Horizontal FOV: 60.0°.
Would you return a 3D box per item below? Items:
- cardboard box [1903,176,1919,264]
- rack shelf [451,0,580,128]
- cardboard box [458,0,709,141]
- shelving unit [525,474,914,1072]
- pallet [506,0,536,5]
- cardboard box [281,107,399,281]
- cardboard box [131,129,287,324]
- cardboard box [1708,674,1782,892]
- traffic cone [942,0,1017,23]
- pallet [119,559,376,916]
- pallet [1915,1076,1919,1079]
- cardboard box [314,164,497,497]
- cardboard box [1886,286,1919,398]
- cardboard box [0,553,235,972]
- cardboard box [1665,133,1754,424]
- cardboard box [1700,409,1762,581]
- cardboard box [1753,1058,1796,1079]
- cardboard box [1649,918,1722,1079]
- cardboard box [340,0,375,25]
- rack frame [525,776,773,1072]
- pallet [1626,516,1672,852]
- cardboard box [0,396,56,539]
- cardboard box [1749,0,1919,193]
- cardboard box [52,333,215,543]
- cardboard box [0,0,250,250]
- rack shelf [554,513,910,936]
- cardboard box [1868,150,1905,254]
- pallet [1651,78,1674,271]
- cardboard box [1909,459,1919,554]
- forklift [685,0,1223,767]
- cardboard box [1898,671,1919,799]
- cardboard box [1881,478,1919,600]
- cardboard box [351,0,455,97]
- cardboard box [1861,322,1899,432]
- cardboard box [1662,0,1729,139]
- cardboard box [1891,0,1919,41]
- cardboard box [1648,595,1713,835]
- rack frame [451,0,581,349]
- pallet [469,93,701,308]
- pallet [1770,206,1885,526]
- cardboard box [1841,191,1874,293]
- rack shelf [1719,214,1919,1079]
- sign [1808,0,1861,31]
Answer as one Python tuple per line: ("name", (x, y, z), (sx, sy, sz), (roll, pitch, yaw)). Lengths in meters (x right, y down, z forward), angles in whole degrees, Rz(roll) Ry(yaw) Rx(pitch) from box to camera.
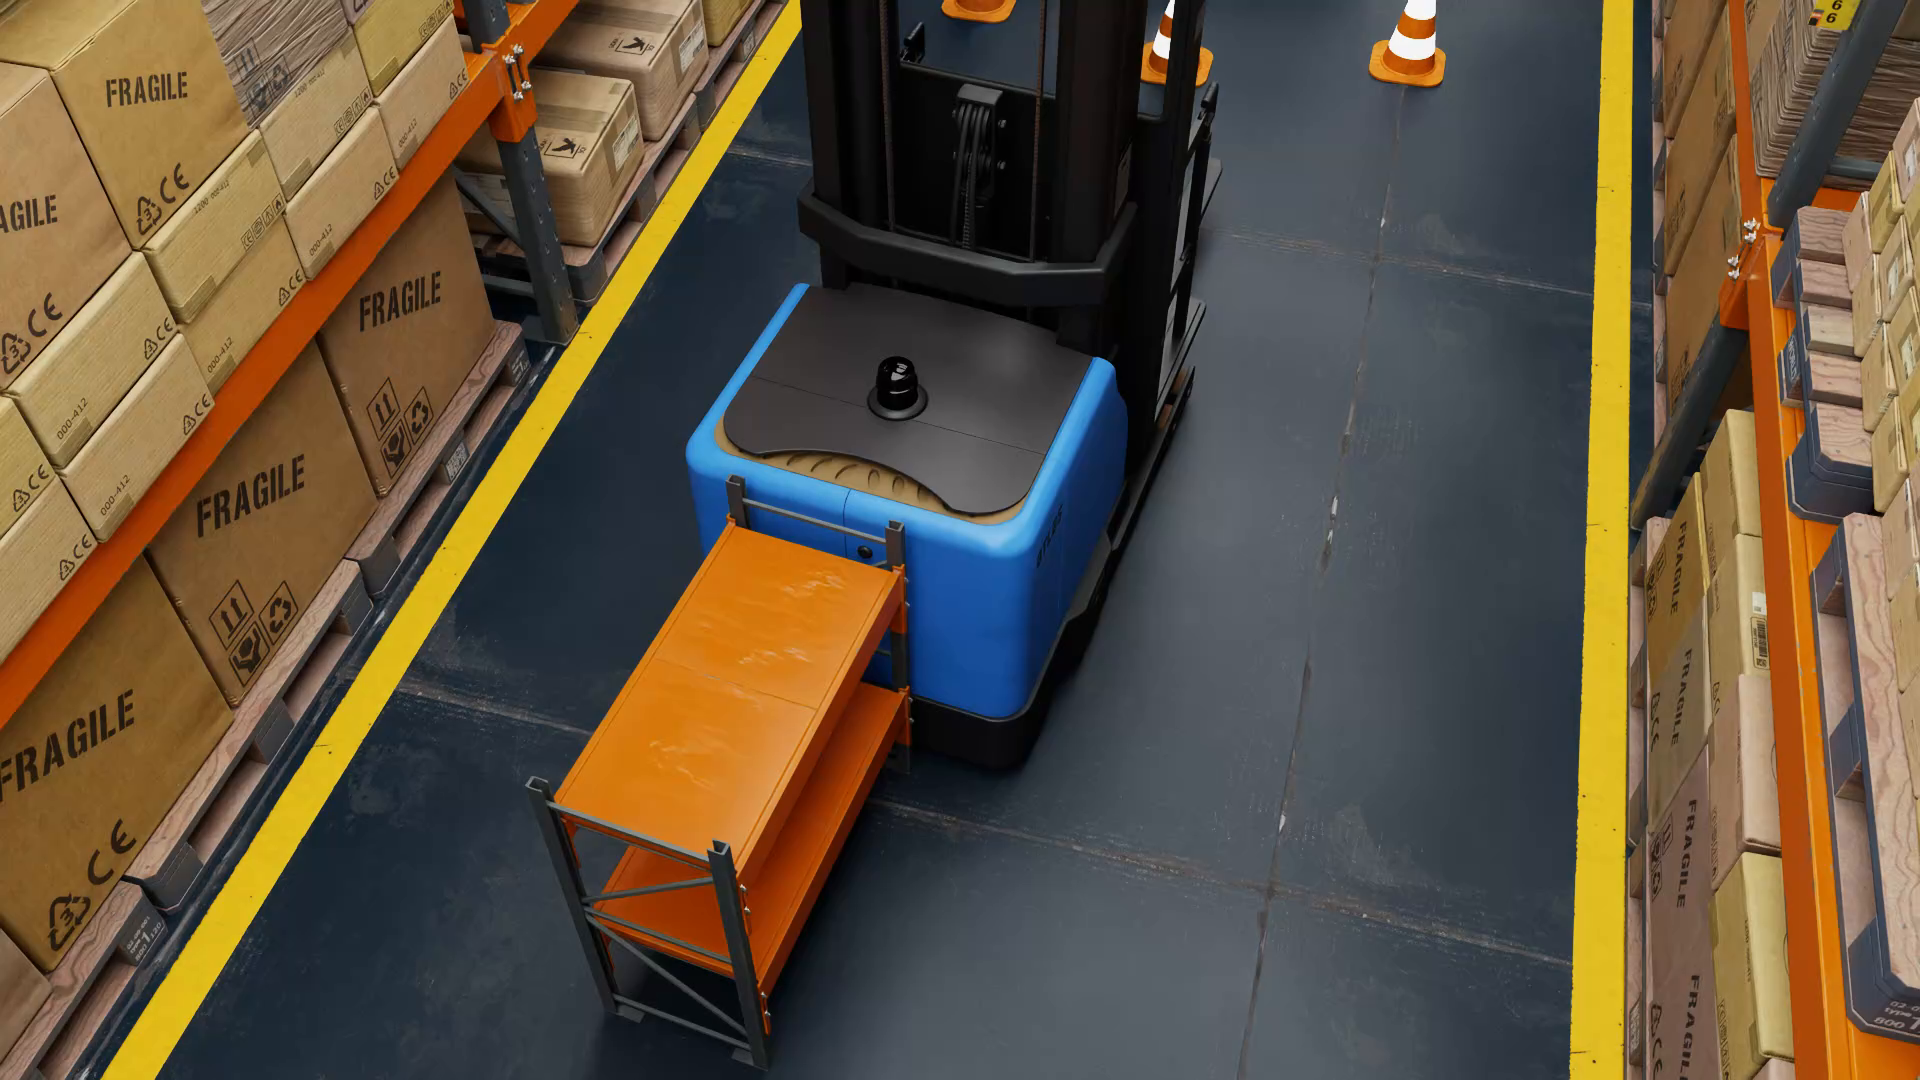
("cardboard box", (2.448, -0.731, 3.885), (0.380, 0.149, 0.250), (10, 49, 9))
("rack shelf", (-1.451, -3.082, 6.949), (1.077, 0.370, 4.000), (12, 50, 10))
("cardboard box", (-1.633, -2.084, 7.062), (0.950, 0.372, 0.625), (11, 49, 9))
("shelving unit", (-0.563, 0.629, 4.445), (0.538, 1.125, 1.048), (16, 51, 14))
("pallet", (-1.893, -2.346, 5.948), (1.213, 0.211, 1.003), (12, 50, 10))
("cardboard box", (-1.980, -1.034, 4.762), (0.500, 0.250, 0.500), (12, 50, 11))
("cardboard box", (-2.106, -0.842, 4.259), (0.500, 0.250, 0.500), (10, 49, 9))
("cardboard box", (2.133, 0.644, 4.068), (0.500, 0.250, 0.500), (12, 50, 10))
("traffic cone", (0.099, -2.754, 7.872), (0.336, 0.463, 0.334), (12, 50, 10))
("pallet", (-2.581, 0.485, 5.181), (1.003, 0.211, 1.213), (12, 50, 10))
("pallet", (2.113, 1.463, 2.586), (1.003, 0.211, 1.213), (12, 50, 10))
("cardboard box", (-2.240, -0.826, 5.615), (0.875, 0.875, 0.875), (11, 50, 10))
("cardboard box", (2.367, -0.423, 3.812), (0.380, 0.149, 0.250), (10, 49, 9))
("cardboard box", (-2.714, 0.465, 4.476), (0.875, 0.875, 0.875), (13, 50, 11))
("cardboard box", (3.072, -0.786, 5.664), (1.050, 0.750, 0.750), (11, 49, 10))
("cardboard box", (2.409, -0.078, 4.705), (0.500, 0.250, 0.500), (10, 49, 8))
("cardboard box", (1.872, 1.406, 3.395), (0.500, 0.250, 0.500), (14, 50, 12))
("cardboard box", (1.998, 1.286, 4.001), (0.500, 0.500, 0.500), (11, 49, 9))
("cardboard box", (-1.861, -1.811, 4.614), (0.500, 0.500, 0.500), (10, 49, 9))
("rack frame", (-0.745, 0.985, 4.130), (0.500, 1.125, 0.032), (16, 51, 14))
("pallet", (2.617, 0.518, 5.152), (1.003, 0.211, 1.213), (12, 50, 10))
("cardboard box", (-2.374, -0.100, 3.605), (0.500, 0.250, 0.500), (12, 50, 11))
("cardboard box", (2.684, -1.381, 4.902), (0.500, 0.500, 0.500), (12, 50, 10))
("cardboard box", (-2.234, -0.298, 4.112), (0.500, 0.250, 0.500), (11, 49, 9))
("cardboard box", (-2.126, -1.081, 3.969), (0.500, 0.500, 0.500), (12, 50, 10))
("rack shelf", (-0.563, 0.435, 4.225), (0.538, 0.278, 1.000), (16, 51, 14))
("cardboard box", (2.504, -0.814, 4.156), (0.380, 0.149, 0.250), (14, 50, 12))
("pallet", (3.428, -1.482, 6.917), (1.003, 0.211, 1.213), (12, 50, 10))
("cardboard box", (2.235, -0.061, 3.492), (0.380, 0.149, 0.250), (12, 50, 10))
("forklift", (0.223, -1.409, 5.039), (1.130, 2.935, 3.031), (16, 50, 14))
("cardboard box", (2.095, 0.406, 3.278), (0.380, 0.149, 0.250), (10, 49, 9))
("cardboard box", (2.233, 0.037, 3.605), (0.380, 0.149, 0.250), (13, 50, 11))
("cardboard box", (-1.860, -1.588, 4.918), (0.500, 0.250, 0.500), (11, 50, 10))
("cardboard box", (2.371, -0.352, 3.947), (0.380, 0.149, 0.250), (14, 50, 12))
("cardboard box", (3.543, -2.093, 6.817), (1.050, 0.750, 0.750), (12, 50, 10))
("cardboard box", (2.952, -1.656, 4.477), (0.700, 0.500, 0.500), (11, 50, 10))
("cardboard box", (2.263, 0.545, 4.656), (0.500, 0.500, 0.500), (12, 50, 10))
("rack frame", (-1.978, -1.873, 5.402), (1.000, 3.000, 0.127), (12, 50, 10))
("pallet", (-1.771, -1.515, 6.946), (1.003, 0.211, 1.213), (12, 50, 10))
("pallet", (2.740, -0.369, 4.203), (1.213, 0.211, 1.003), (12, 50, 10))
("cardboard box", (2.512, -0.741, 4.291), (0.380, 0.149, 0.250), (11, 49, 10))
("rack shelf", (2.298, 0.715, 3.598), (1.077, 0.370, 4.000), (12, 50, 10))
("sign", (2.288, -1.459, 4.265), (0.100, 0.325, 0.005), (12, 50, 10))
